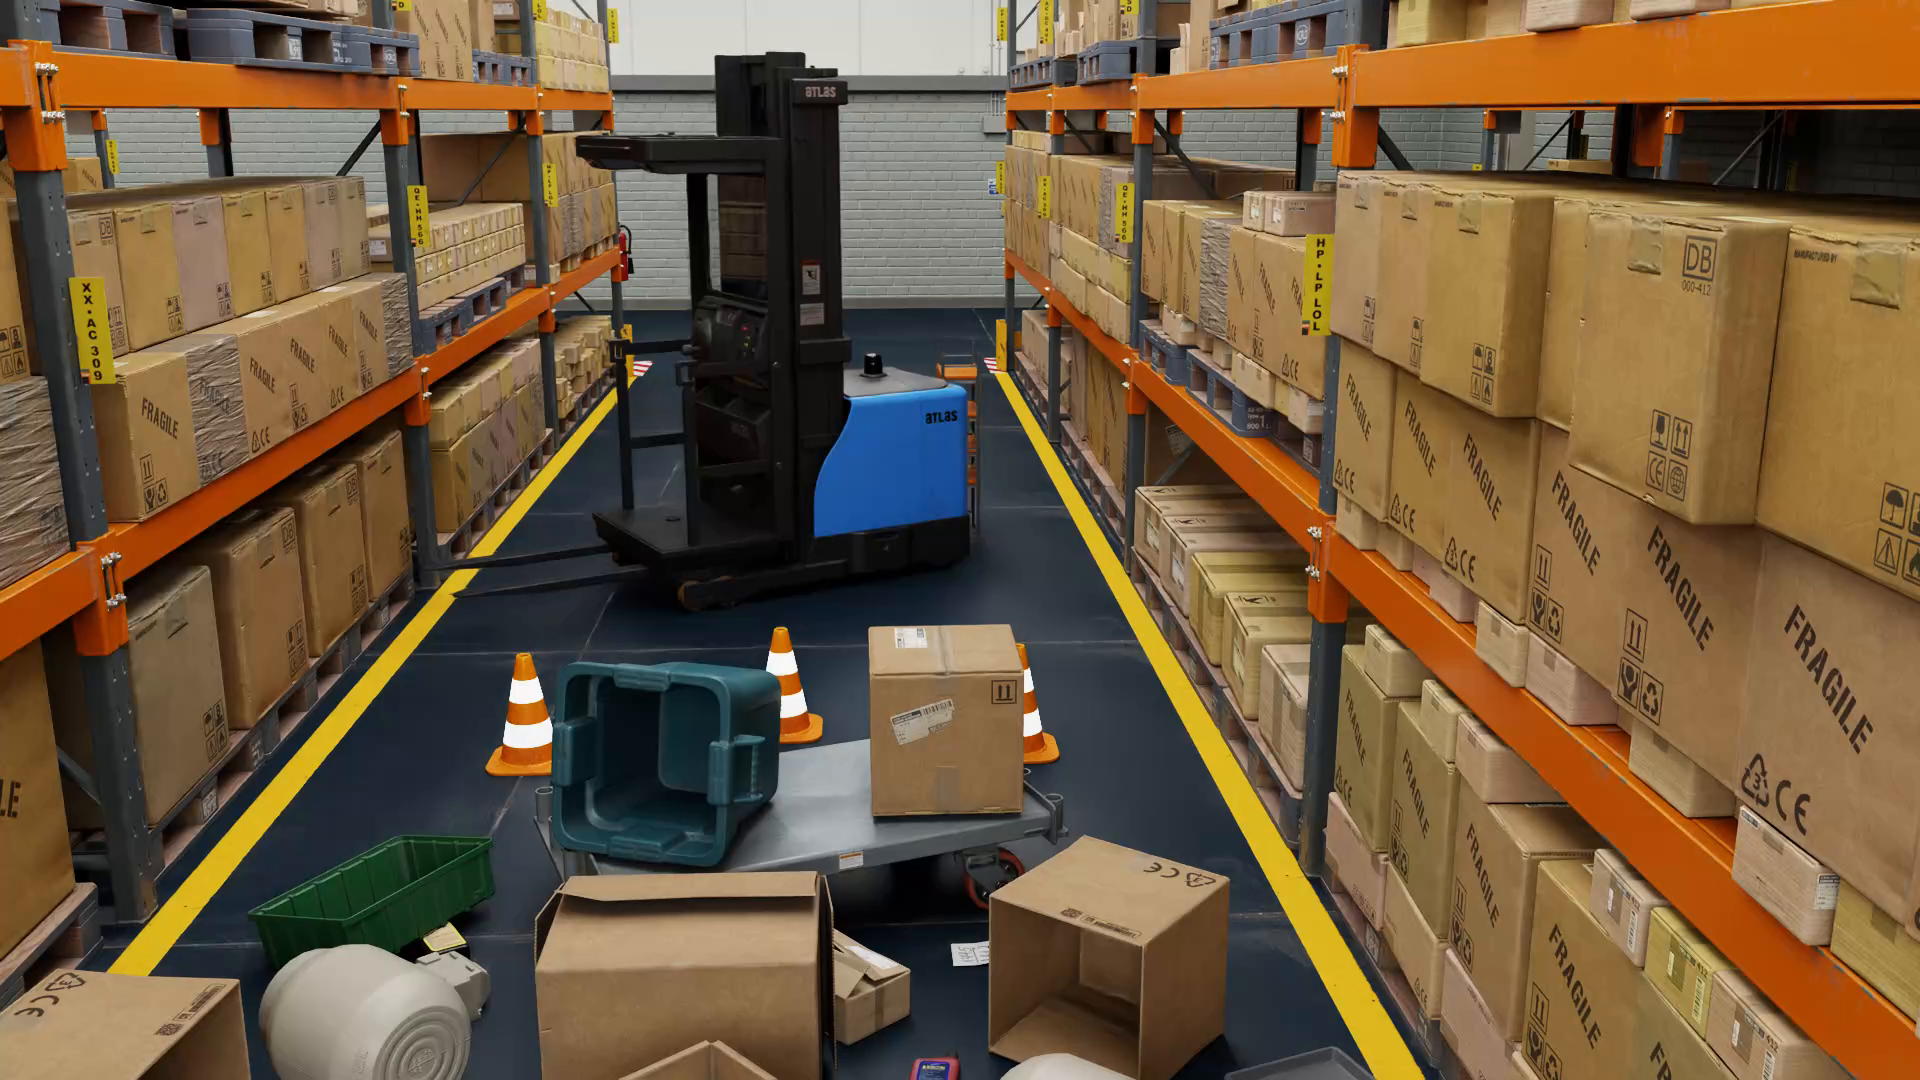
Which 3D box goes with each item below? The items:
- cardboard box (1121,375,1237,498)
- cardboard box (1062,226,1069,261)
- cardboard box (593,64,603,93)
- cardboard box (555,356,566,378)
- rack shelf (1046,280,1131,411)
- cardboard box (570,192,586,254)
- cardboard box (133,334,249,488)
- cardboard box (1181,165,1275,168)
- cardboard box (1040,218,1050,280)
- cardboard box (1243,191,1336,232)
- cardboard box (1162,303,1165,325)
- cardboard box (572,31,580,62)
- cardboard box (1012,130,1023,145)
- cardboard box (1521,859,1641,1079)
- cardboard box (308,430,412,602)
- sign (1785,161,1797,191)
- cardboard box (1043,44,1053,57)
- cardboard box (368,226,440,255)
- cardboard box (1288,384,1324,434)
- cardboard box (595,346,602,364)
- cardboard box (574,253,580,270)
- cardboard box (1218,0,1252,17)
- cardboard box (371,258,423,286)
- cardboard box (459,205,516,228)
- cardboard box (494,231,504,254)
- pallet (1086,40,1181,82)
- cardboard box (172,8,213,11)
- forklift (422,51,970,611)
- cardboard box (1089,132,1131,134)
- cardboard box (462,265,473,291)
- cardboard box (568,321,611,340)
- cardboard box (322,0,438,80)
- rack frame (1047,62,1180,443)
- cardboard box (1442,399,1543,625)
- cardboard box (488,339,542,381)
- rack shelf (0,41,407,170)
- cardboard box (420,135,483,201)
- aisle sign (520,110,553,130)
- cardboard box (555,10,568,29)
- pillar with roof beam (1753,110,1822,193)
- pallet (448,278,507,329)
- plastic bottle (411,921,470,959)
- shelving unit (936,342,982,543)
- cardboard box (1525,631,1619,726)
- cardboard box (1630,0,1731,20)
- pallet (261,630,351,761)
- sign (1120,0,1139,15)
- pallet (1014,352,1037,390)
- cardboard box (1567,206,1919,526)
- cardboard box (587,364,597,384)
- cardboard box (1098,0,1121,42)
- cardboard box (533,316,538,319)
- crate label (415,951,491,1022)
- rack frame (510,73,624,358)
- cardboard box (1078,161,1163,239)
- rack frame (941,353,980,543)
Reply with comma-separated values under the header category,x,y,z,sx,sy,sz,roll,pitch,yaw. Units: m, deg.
category,x,y,z,sx,sy,sz,roll,pitch,yaw
cardboard box,1.511,-0.618,10.331,0.875,0.875,0.875,-1,14,-4
cardboard box,1.030,-2.192,12.324,0.500,0.250,0.500,-1,14,-3
cardboard box,-3.628,-4.303,15.512,0.500,0.250,0.500,-1,14,-3
cardboard box,-3.483,-1.433,13.761,0.380,0.149,0.250,0,14,-1
rack shelf,1.347,-1.420,11.468,1.077,0.370,4.000,-1,14,-3
cardboard box,-3.523,-2.732,14.329,0.500,0.500,0.500,-1,14,-5
cardboard box,-3.011,-0.483,6.185,0.500,0.500,0.500,-1,14,-3
cardboard box,1.644,-2.053,10.279,0.500,0.500,0.500,-1,14,-3
cardboard box,0.940,-2.425,13.733,0.500,0.500,0.500,-1,14,-3
cardboard box,1.369,-1.336,6.758,0.380,0.149,0.250,-2,15,-6
cardboard box,1.290,-1.198,8.824,0.380,0.149,0.250,-2,15,-7
cardboard box,-3.595,-4.290,14.458,0.500,0.250,0.500,-2,15,-6
cardboard box,0.721,-4.015,16.601,0.380,0.149,0.250,-1,14,-2
cardboard box,1.597,1.033,3.661,0.500,0.500,0.500,-1,14,-5
cardboard box,-3.515,-0.130,8.685,1.050,0.750,0.750,-1,14,-4
sign,6.731,-2.913,13.506,0.100,0.325,0.005,-1,14,-3
cardboard box,0.864,-4.059,13.488,0.396,0.266,0.258,0,14,-2
cardboard box,-3.328,-1.785,9.911,0.380,0.149,0.250,-1,14,-4
cardboard box,1.412,-0.481,6.039,0.380,0.149,0.250,-1,14,-3
cardboard box,-3.562,-1.741,15.555,0.380,0.149,0.250,-1,14,-3
cardboard box,-3.532,-2.445,14.512,0.380,0.149,0.250,0,14,-1
cardboard box,1.594,-2.395,7.586,0.797,0.503,0.637,-1,14,-3
cardboard box,-3.293,-1.518,9.472,0.380,0.149,0.250,0,14,-1
cardboard box,-3.474,-2.370,12.186,0.380,0.149,0.250,-1,14,-5
cardboard box,-3.438,-2.099,11.728,0.380,0.149,0.250,-1,14,-5
pallet,1.378,-2.791,9.715,1.213,0.211,1.003,0,14,-1
cardboard box,-3.607,-2.493,7.434,0.500,0.250,0.500,0,14,-2
forklift,-1.467,-1.182,9.238,3.031,2.935,1.130,-9,17,-30
cardboard box,1.334,-3.512,14.647,0.380,0.149,0.250,-1,14,-4
cardboard box,-3.373,-1.695,10.756,0.380,0.149,0.250,-1,14,-3
cardboard box,-3.572,-2.016,16.027,0.380,0.149,0.250,-1,14,-5
cardboard box,-3.233,-2.816,9.233,0.500,0.500,0.500,-1,14,-3
rack frame,1.223,-2.266,13.312,1.000,3.000,0.127,-1,14,-3
cardboard box,1.541,-0.105,4.118,0.500,0.500,0.500,-1,14,-4
cardboard box,-3.412,-1.339,12.378,0.500,0.250,0.500,-1,14,-5
rack shelf,-3.339,-1.776,6.834,1.077,0.370,4.000,-1,14,-3
cardboard box,-4.010,-2.953,13.181,0.500,0.500,0.500,-1,14,-5
aisle sign,-4.263,-4.431,16.512,0.394,0.787,0.004,-1,14,-3
cardboard box,-3.521,-4.383,14.019,0.380,0.149,0.250,0,14,-1
pillar with roof beam,2.737,-5.369,13.335,9.100,9.000,0.400,-1,14,-3
pallet,-3.627,-1.568,10.986,1.003,0.211,1.213,-1,14,-3
plastic bottle,-1.692,1.294,5.374,0.133,0.061,0.283,-9,17,-32
shelving unit,-0.010,-0.622,10.537,0.258,1.200,0.503,-1,14,-3
cardboard box,1.532,0.309,3.808,0.380,0.149,0.250,-1,14,-4
cardboard box,1.526,-1.078,3.180,0.380,0.149,0.250,-1,14,-4
pallet,-3.417,0.681,7.455,1.003,0.211,1.213,-1,14,-3
sign,0.917,-3.006,8.972,0.100,0.325,0.005,-1,14,-3
pallet,1.103,-1.712,16.758,1.003,0.211,1.213,-1,14,-3
cardboard box,1.559,-0.333,2.996,0.700,0.500,0.500,-1,14,-4
cardboard box,-3.567,-1.532,15.341,0.380,0.149,0.250,-1,14,-2
cardboard box,1.220,-3.219,9.953,0.700,0.500,0.500,-2,15,-6
cardboard box,-4.265,-2.134,16.486,0.380,0.149,0.250,-2,15,-6
crate label,-1.575,1.353,4.991,0.298,0.136,0.250,-13,20,-42
rack frame,-3.959,-3.159,16.784,1.000,3.000,0.127,-1,14,-3
cardboard box,1.090,-2.305,11.258,0.500,0.500,0.500,-1,14,-4
rack frame,0.005,-0.562,10.301,0.240,1.200,0.015,-1,14,-3
